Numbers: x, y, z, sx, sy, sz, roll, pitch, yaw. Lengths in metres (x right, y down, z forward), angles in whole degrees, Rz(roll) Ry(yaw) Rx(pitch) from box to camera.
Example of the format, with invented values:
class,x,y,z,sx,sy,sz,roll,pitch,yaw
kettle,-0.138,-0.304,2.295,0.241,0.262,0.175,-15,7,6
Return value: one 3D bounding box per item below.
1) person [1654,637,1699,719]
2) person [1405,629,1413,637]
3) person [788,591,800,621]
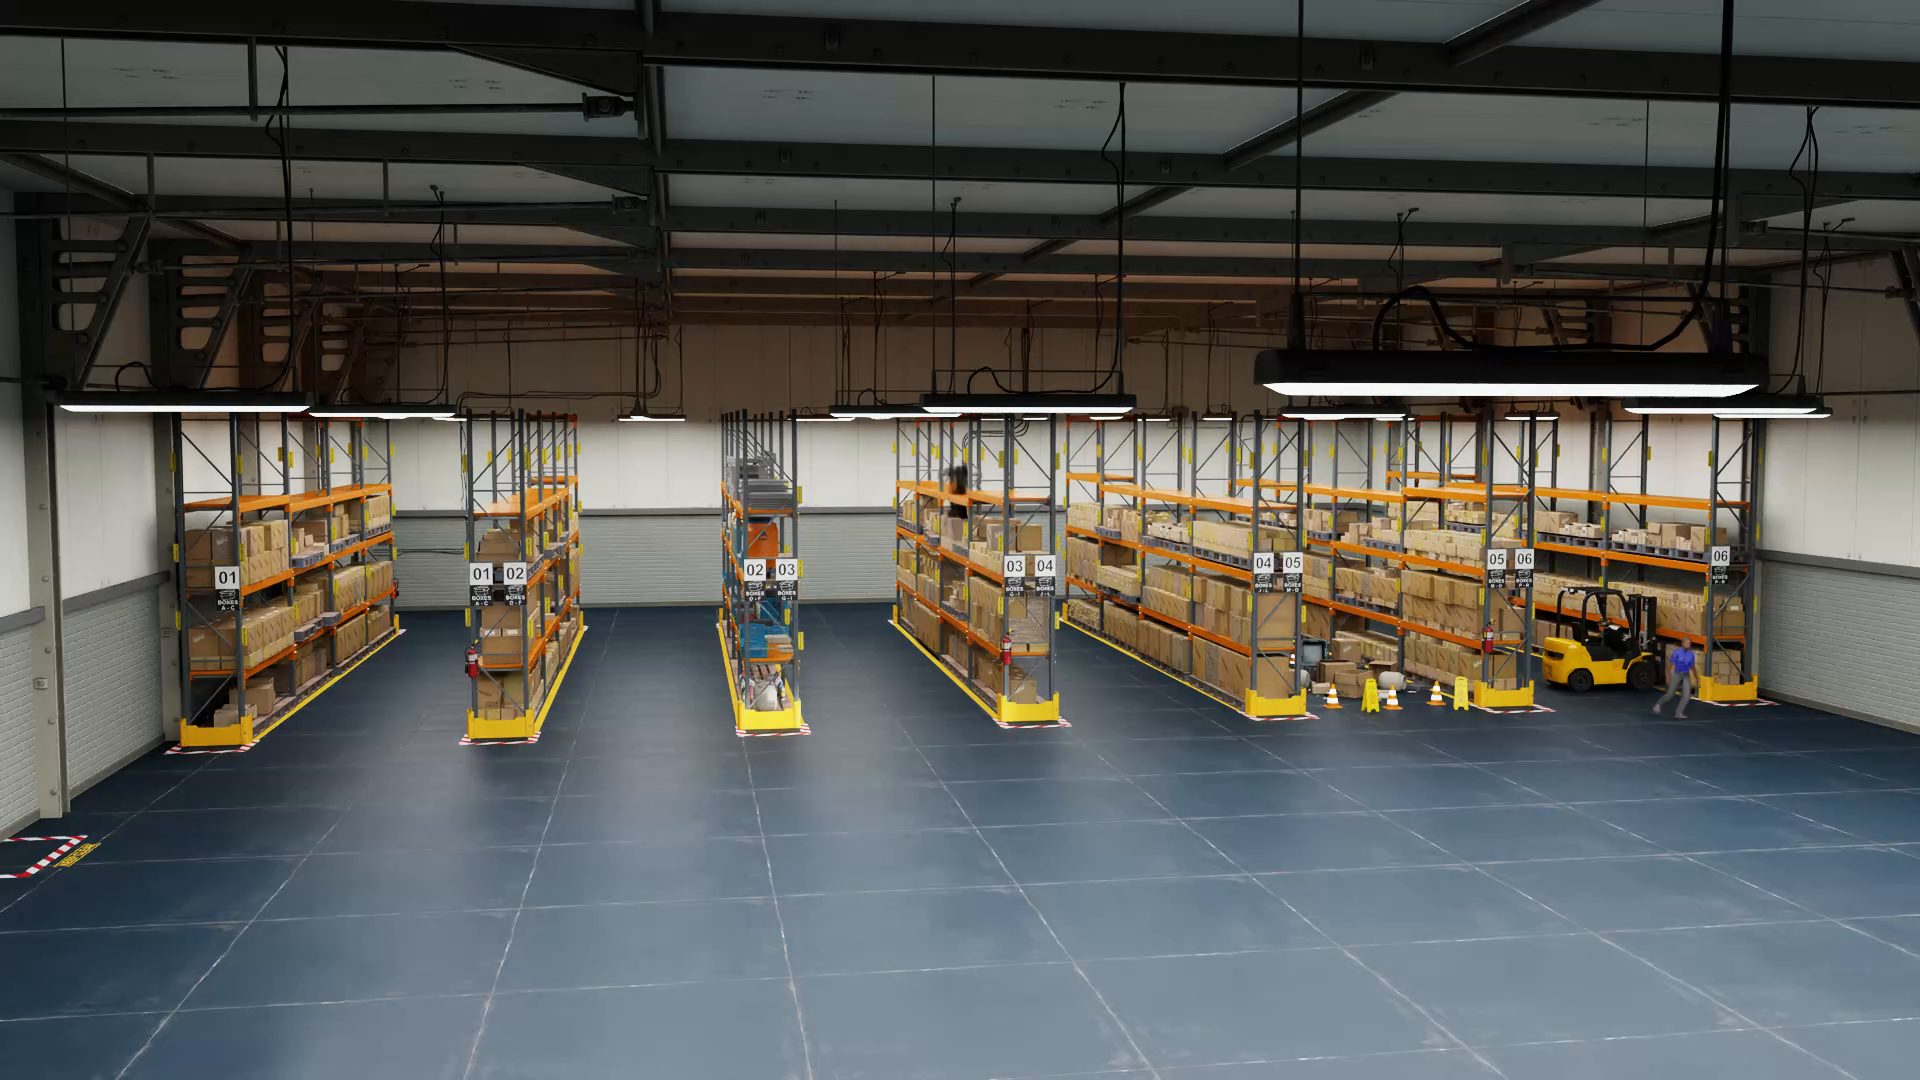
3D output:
class,x,y,z,sx,sy,sz,roll,pitch,yaw
person,13.952,2.663,32.398,0.672,1.595,0.613,0,4,-6
person,11.660,1.964,43.008,0.536,1.546,0.688,-2,4,-24
person,-4.931,1.488,48.274,0.629,1.731,0.732,1,4,11
